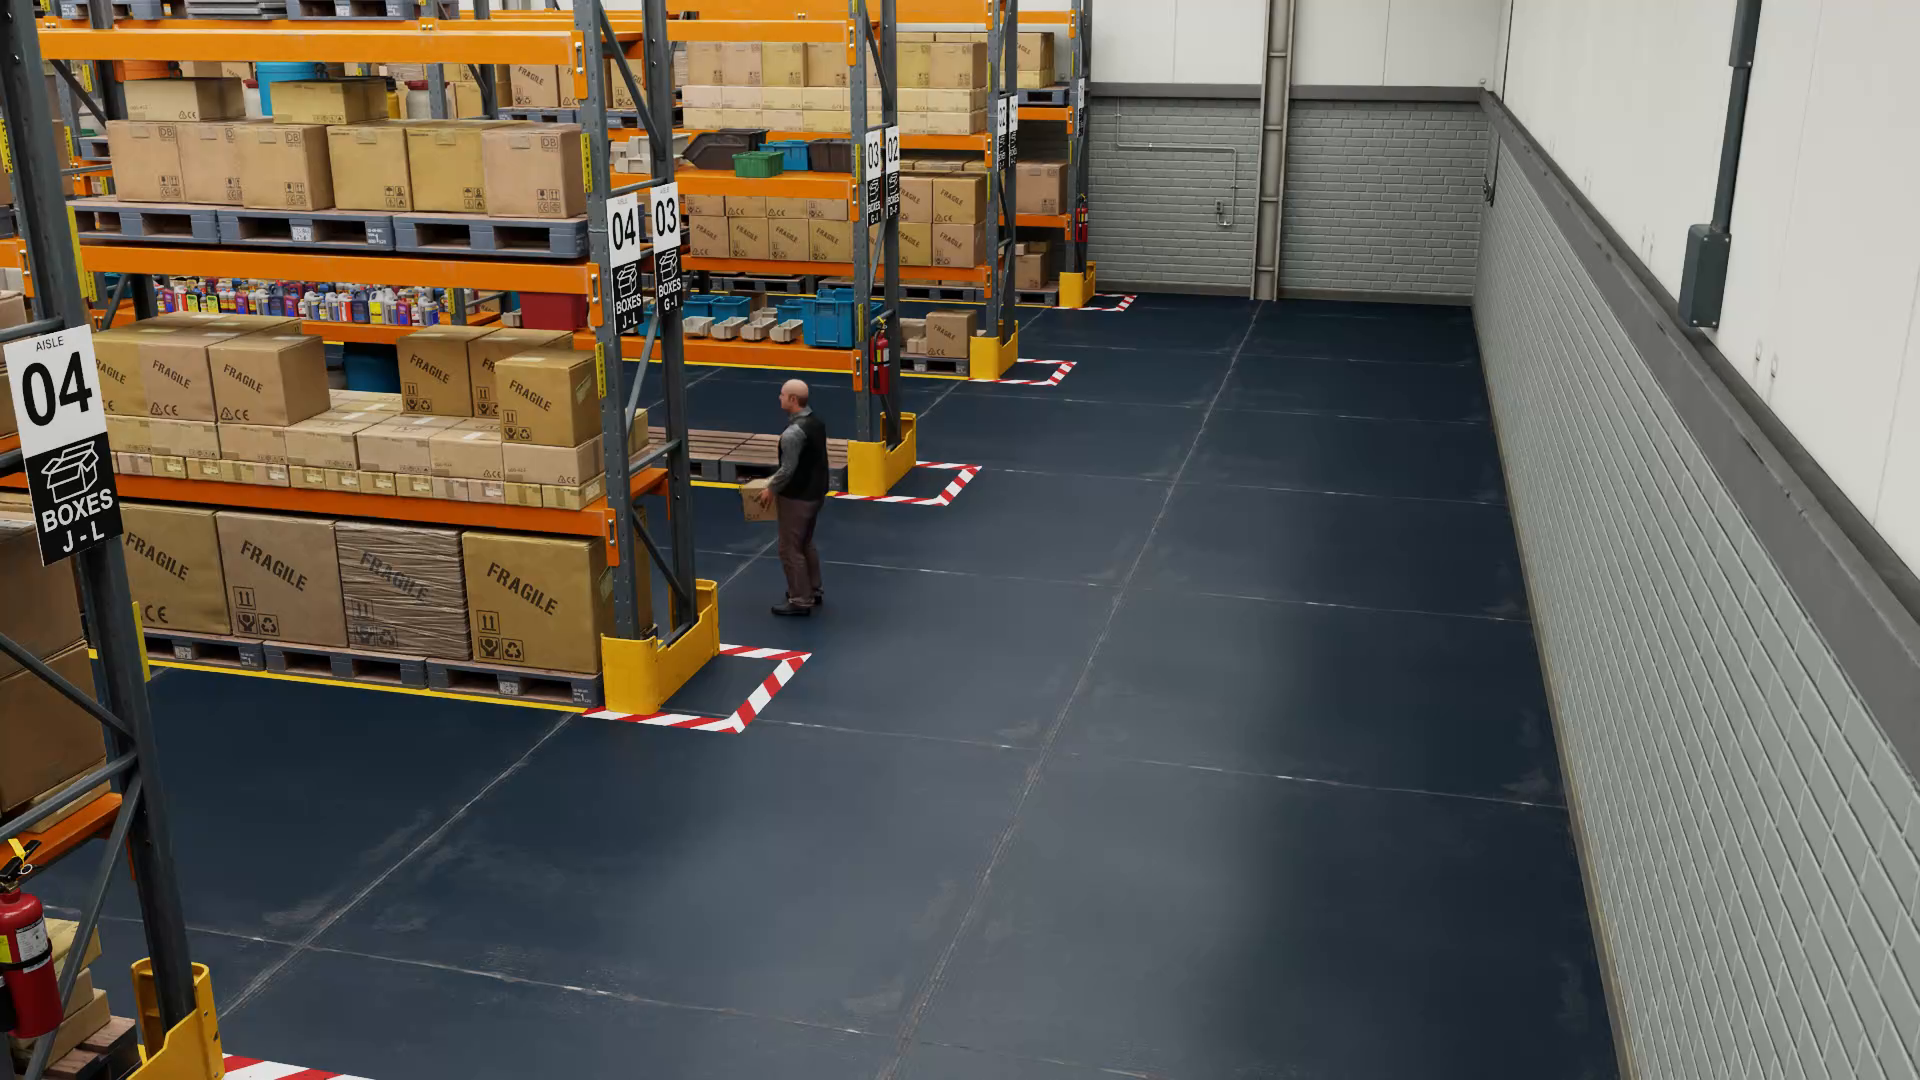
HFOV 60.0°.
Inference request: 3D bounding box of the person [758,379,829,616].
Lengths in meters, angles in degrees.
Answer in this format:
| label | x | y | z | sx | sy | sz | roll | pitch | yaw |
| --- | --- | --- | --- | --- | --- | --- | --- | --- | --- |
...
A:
| label | x | y | z | sx | sy | sz | roll | pitch | yaw |
| --- | --- | --- | --- | --- | --- | --- | --- | --- | --- |
| person | -1.193 | -0.318 | 12.057 | 0.482 | 1.728 | 0.544 | 4 | 19 | 13 |
